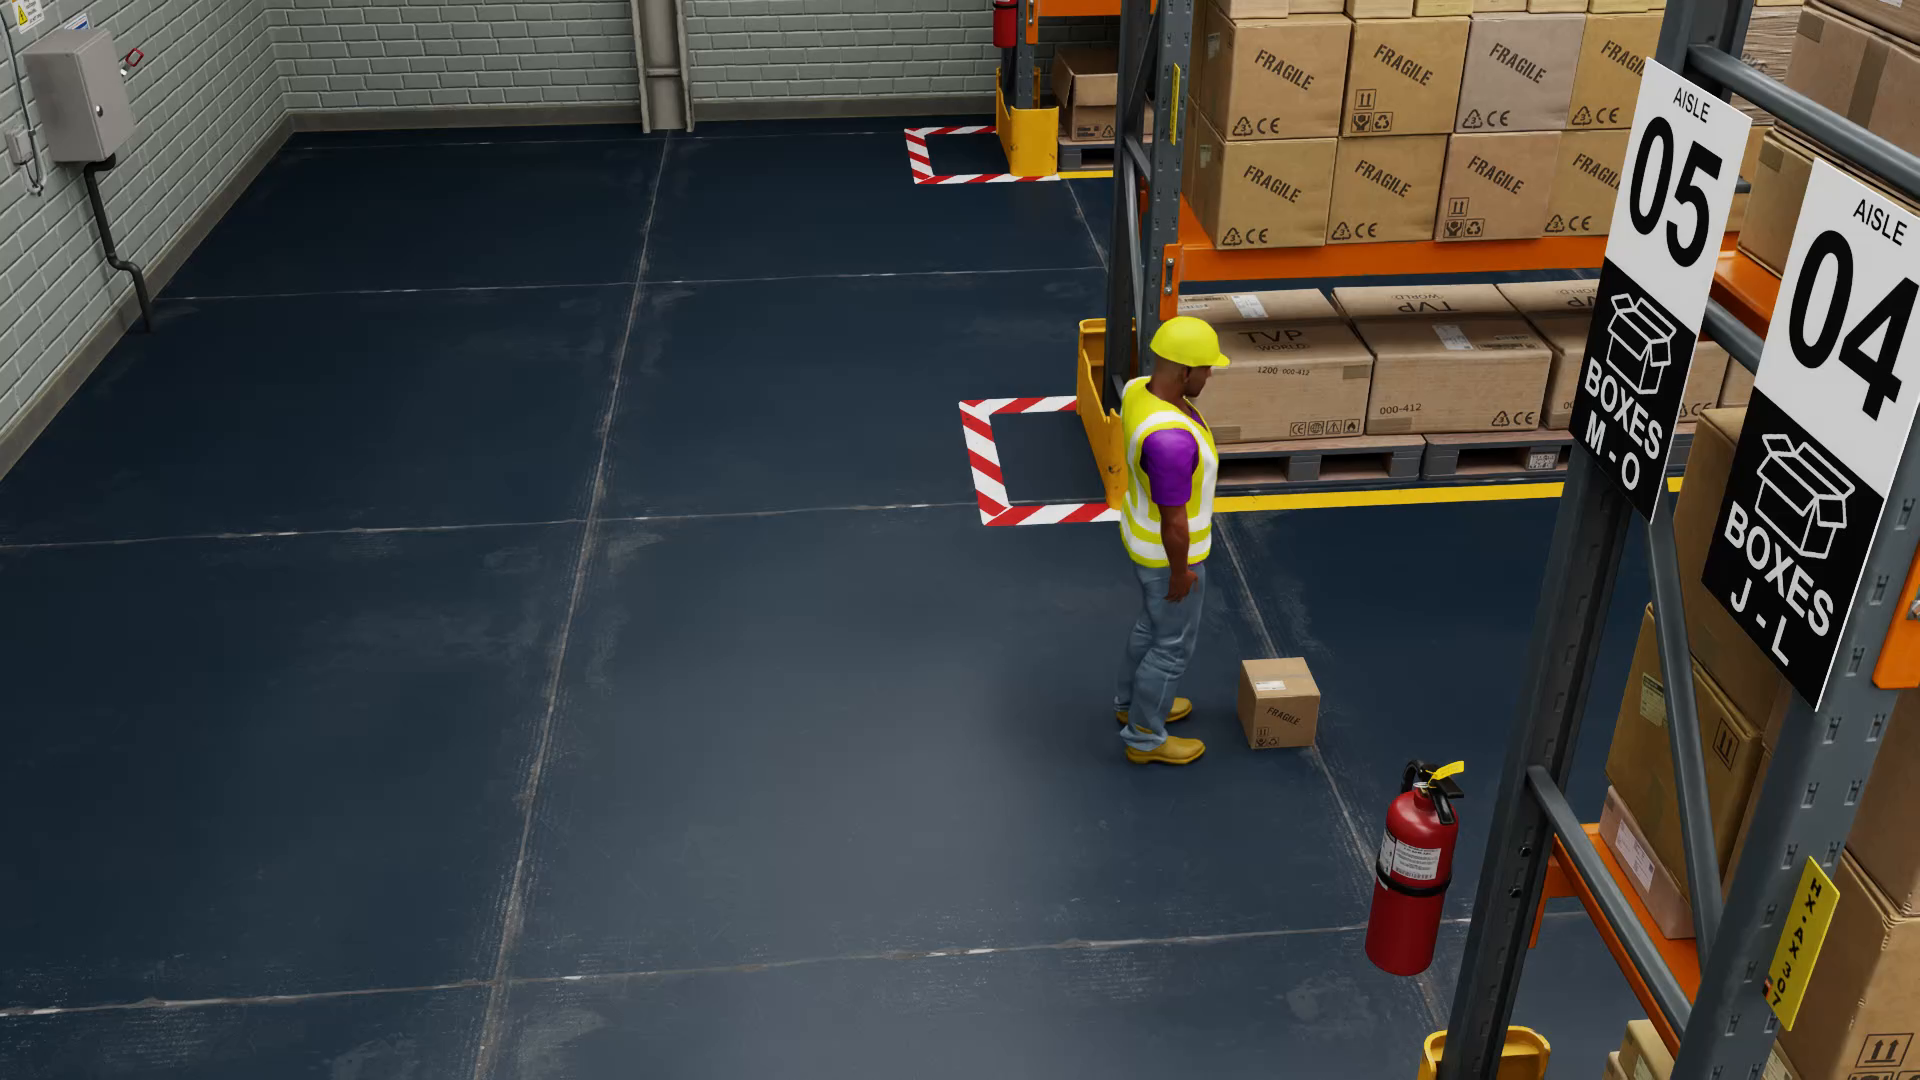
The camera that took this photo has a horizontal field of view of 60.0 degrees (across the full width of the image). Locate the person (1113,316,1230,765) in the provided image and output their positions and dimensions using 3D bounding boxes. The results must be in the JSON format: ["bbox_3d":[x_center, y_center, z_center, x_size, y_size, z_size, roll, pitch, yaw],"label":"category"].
[{"bbox_3d":[0.755,0.001,6.112,0.365,1.760,0.567,-2,31,-4],"label":"person"}]
